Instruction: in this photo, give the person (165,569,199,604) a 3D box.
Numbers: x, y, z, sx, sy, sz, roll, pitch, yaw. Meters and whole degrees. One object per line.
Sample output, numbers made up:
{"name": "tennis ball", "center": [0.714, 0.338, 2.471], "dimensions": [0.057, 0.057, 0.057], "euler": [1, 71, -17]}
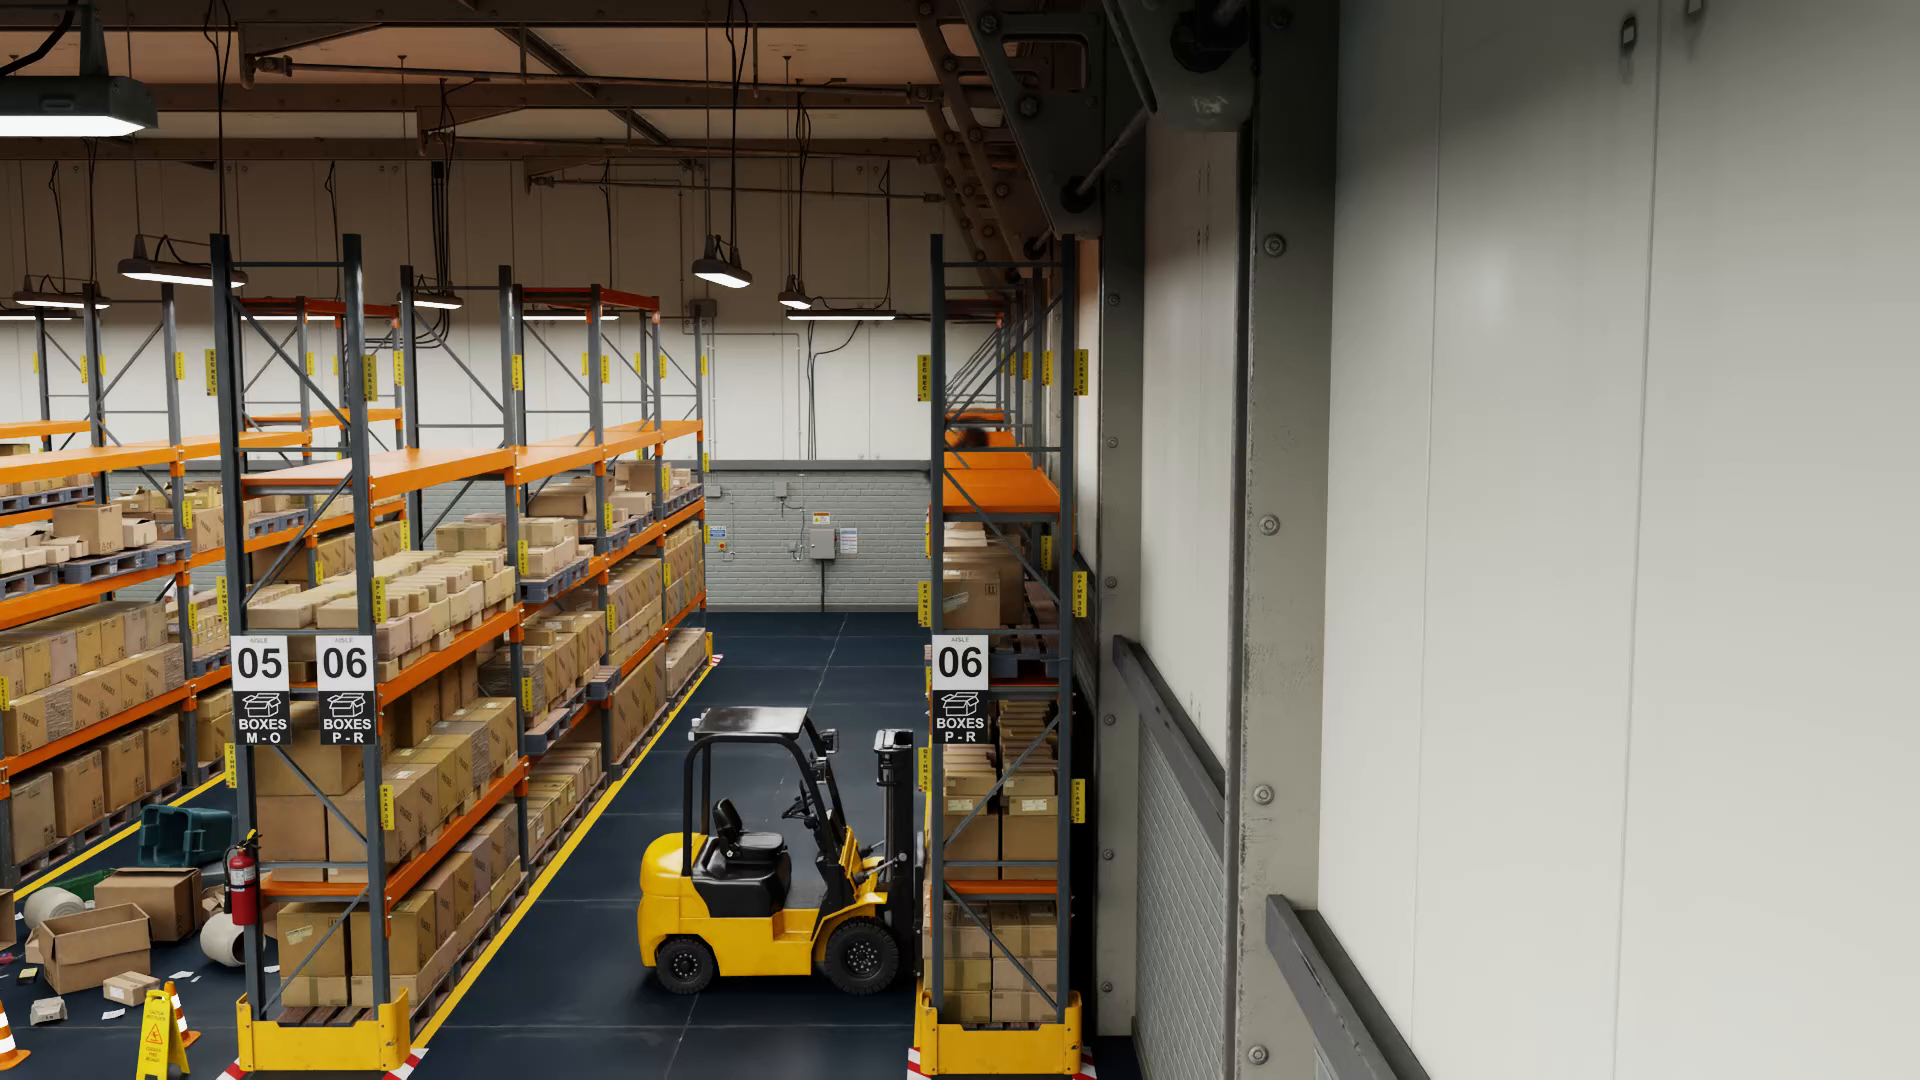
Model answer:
{"name": "person", "center": [-13.289, 1.203, 28.560], "dimensions": [0.849, 1.609, 0.778], "euler": [4, 7, 30]}
